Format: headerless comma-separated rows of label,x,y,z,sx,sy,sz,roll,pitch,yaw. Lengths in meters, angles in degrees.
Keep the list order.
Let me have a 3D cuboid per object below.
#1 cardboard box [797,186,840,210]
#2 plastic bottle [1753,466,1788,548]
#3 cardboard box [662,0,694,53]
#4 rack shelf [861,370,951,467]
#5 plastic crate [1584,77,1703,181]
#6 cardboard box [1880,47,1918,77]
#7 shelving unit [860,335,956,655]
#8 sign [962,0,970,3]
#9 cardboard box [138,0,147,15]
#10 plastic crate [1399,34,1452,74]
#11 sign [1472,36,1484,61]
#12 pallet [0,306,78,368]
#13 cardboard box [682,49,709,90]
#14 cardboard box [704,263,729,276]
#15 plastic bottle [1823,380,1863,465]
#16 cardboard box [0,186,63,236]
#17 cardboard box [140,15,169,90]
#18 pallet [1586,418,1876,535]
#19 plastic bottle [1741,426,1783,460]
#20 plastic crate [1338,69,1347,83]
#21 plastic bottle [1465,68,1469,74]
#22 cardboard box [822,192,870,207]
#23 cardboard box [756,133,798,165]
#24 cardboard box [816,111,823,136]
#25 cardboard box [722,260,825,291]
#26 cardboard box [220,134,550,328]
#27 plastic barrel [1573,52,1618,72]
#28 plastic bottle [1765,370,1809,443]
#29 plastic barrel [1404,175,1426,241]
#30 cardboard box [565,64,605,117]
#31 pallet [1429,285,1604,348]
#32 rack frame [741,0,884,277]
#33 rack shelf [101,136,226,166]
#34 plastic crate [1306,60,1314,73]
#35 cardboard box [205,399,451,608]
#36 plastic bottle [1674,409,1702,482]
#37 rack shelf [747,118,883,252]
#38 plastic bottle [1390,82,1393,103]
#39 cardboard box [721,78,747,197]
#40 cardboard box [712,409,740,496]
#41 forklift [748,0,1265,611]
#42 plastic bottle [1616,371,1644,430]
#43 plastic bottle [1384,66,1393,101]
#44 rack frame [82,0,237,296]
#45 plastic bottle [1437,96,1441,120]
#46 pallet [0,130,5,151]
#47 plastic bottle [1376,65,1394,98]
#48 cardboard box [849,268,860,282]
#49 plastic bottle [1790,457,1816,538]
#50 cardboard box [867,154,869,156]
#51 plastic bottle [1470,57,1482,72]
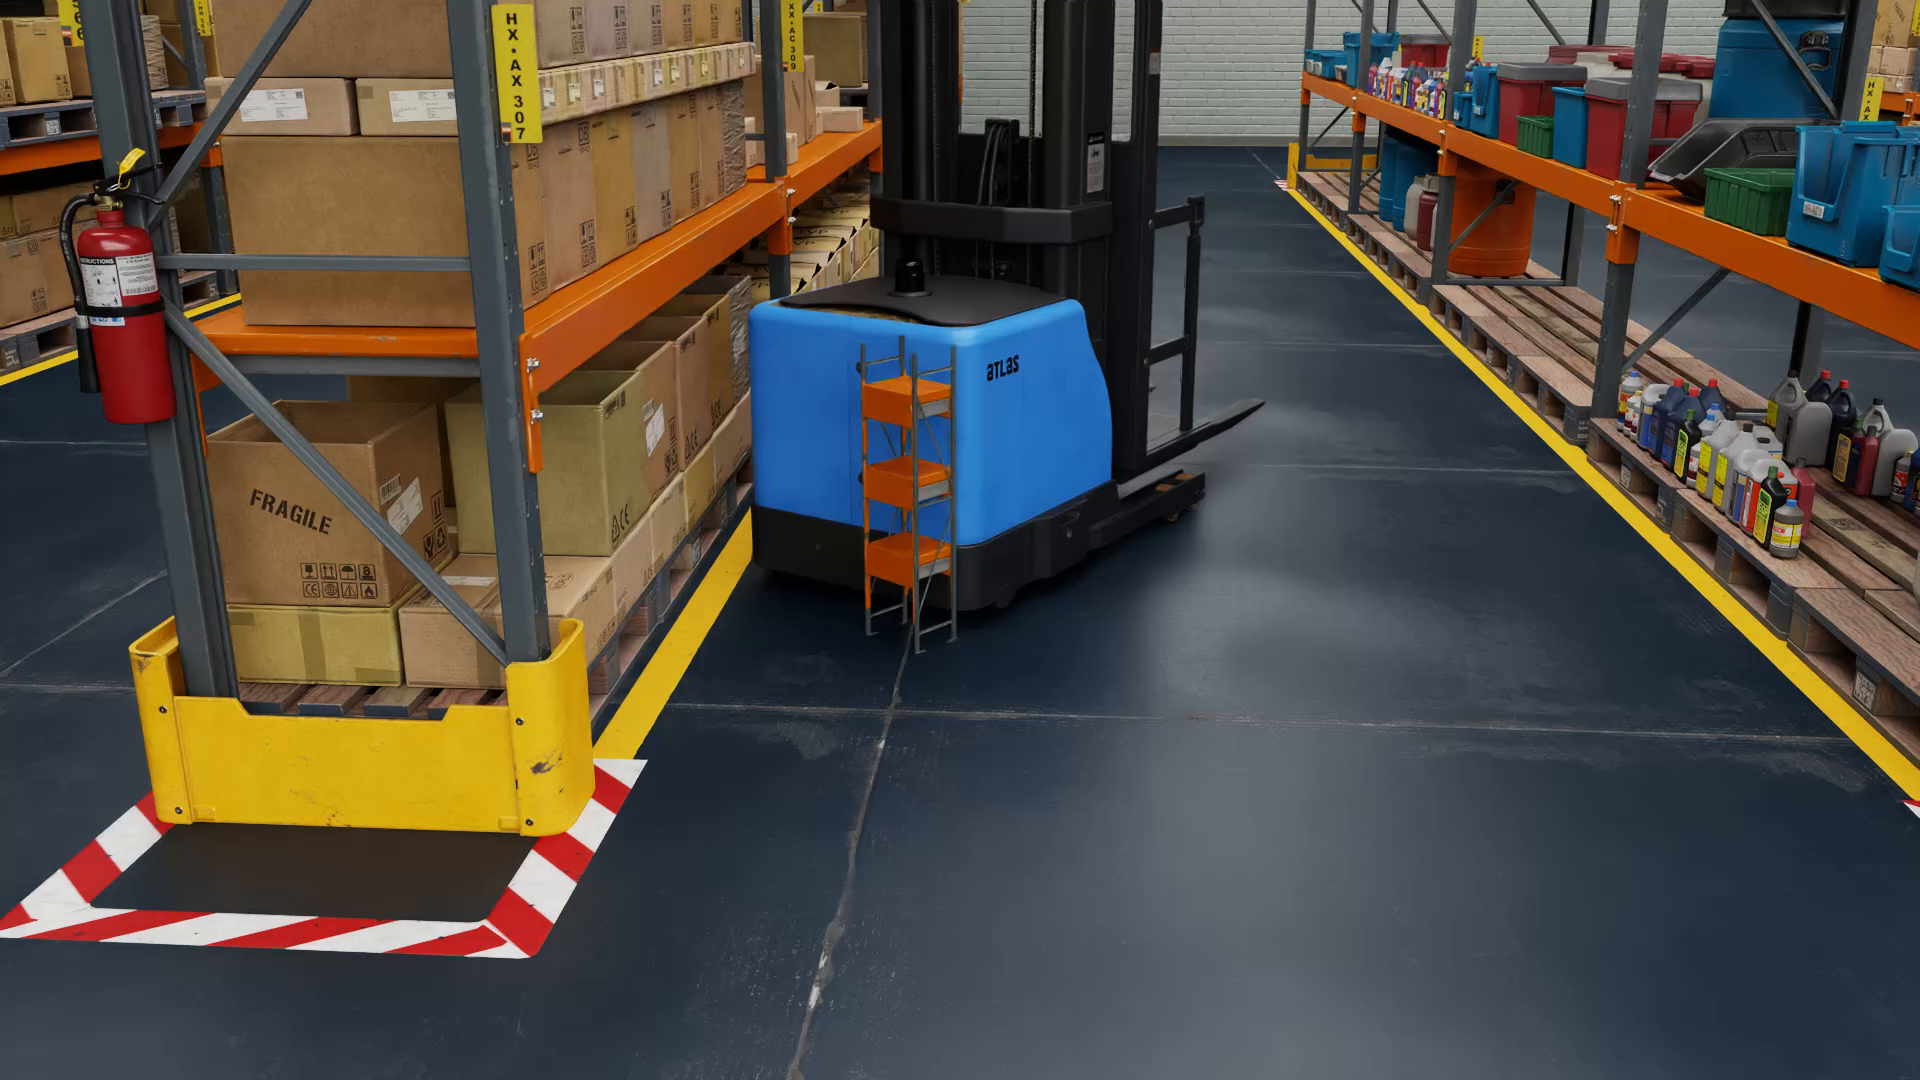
cardboard box,-1.225,-2.500,13.045,0.500,0.500,0.500,2,18,6
plastic bottle,2.994,-0.122,6.135,0.061,0.283,0.133,2,18,5
cardboard box,-1.441,-2.155,6.438,0.700,0.500,0.500,1,18,4
rack shelf,-0.173,-0.413,5.620,0.240,0.259,0.215,16,24,41
plastic crate,3.326,-2.017,8.159,0.402,0.464,0.583,1,18,4
cardboard box,8.880,-4.417,15.348,0.500,0.250,0.500,1,18,3
shelving unit,-0.173,-0.154,5.705,0.252,1.050,0.215,16,24,41
sign,0.068,-6.350,19.118,0.100,0.325,0.005,1,18,4
cardboard box,-6.225,-3.994,12.421,0.500,0.250,0.500,2,18,5
plastic crate,4.484,-4.645,16.082,0.402,0.464,0.583,1,18,4
sign,4.718,-4.433,15.189,0.100,0.325,0.005,1,18,4
pallet,-6.146,-1.347,10.696,1.003,0.211,1.213,1,18,4
cardboard box,-1.225,-1.892,6.677,0.380,0.149,0.250,1,18,4
cardboard box,-1.570,-1.395,9.202,0.500,0.311,0.500,2,18,5
plastic bottle,3.824,-0.514,7.221,0.144,0.351,0.185,0,18,1
cardboard box,-6.134,-2.110,10.649,0.500,0.250,0.500,1,18,4
cardboard box,-6.022,-3.403,11.625,0.700,0.500,0.500,-1,18,-3
pallet,3.506,-0.297,7.490,1.003,0.211,1.213,1,18,4
plastic bottle,3.230,-0.317,6.740,0.152,0.276,0.135,1,18,4
plastic crate,3.982,-4.566,16.385,0.437,0.125,0.590,1,18,4
plastic bottle,4.276,-3.850,14.063,0.097,0.271,0.097,0,18,0
cardboard box,-0.740,-2.340,12.554,0.500,0.500,0.500,2,18,6
cardboard box,-1.077,-2.092,8.895,0.380,0.149,0.250,1,18,4
cardboard box,-1.093,-2.667,10.648,0.380,0.149,0.250,3,18,8
cardboard box,-1.025,-1.379,9.154,0.500,0.311,0.500,1,18,3
cardboard box,-1.585,-0.891,4.665,0.700,0.500,0.500,1,18,4
plastic barrel,4.022,-2.801,10.473,0.421,0.512,0.421,0,18,0
plastic bottle,3.694,-0.577,7.413,0.144,0.351,0.185,1,18,4
plastic barrel,3.933,-2.770,13.879,0.421,0.512,0.421,0,18,0
cardboard box,-1.332,-1.410,5.205,0.380,0.149,0.250,1,18,3
pallet,3.789,-1.507,11.183,1.003,0.211,1.213,1,18,4
rack frame,-1.058,-3.184,11.821,1.000,3.000,0.127,1,18,4
rack shelf,-5.855,-3.572,14.163,1.077,0.370,4.000,1,18,4
plastic crate,4.005,-5.293,18.585,0.250,0.136,0.298,1,18,4
cardboard box,-1.889,-0.121,5.013,0.500,0.500,0.500,1,18,4
plastic bottle,3.057,-0.397,6.974,0.061,0.283,0.133,2,18,6
rack shelf,-1.201,-2.221,10.038,1.077,0.370,4.000,1,18,4
plastic bottle,3.654,-3.761,13.904,0.097,0.201,0.097,0,18,0
cardboard box,-1.370,-1.851,7.593,0.700,0.500,0.500,1,18,2
cardboard box,-1.226,-0.375,6.990,0.500,0.250,0.500,1,18,4
forklift,0.424,-1.542,6.923,1.130,2.935,3.031,11,21,31
plastic bottle,3.136,-0.653,7.773,0.097,0.271,0.097,0,18,0
plastic bottle,3.654,-3.878,14.130,0.061,0.283,0.133,1,18,4
rack frame,-5.999,-3.293,12.155,1.000,3.000,0.127,1,18,4
plastic bottle,3.513,-3.148,12.032,0.097,0.201,0.097,0,18,0
pallet,-6.086,-2.194,9.108,1.003,0.211,1.213,1,18,4
plastic bottle,3.730,-4.006,14.532,0.152,0.276,0.135,1,18,4
cardboard box,-0.924,-1.591,10.704,0.500,0.250,0.500,2,18,5
plastic bottle,3.155,-0.161,6.253,0.061,0.283,0.133,1,18,4
cardboard box,-1.013,-3.630,16.493,0.500,0.500,0.500,1,18,4
plastic bottle,4.417,-3.941,14.211,0.144,0.351,0.185,1,18,4
